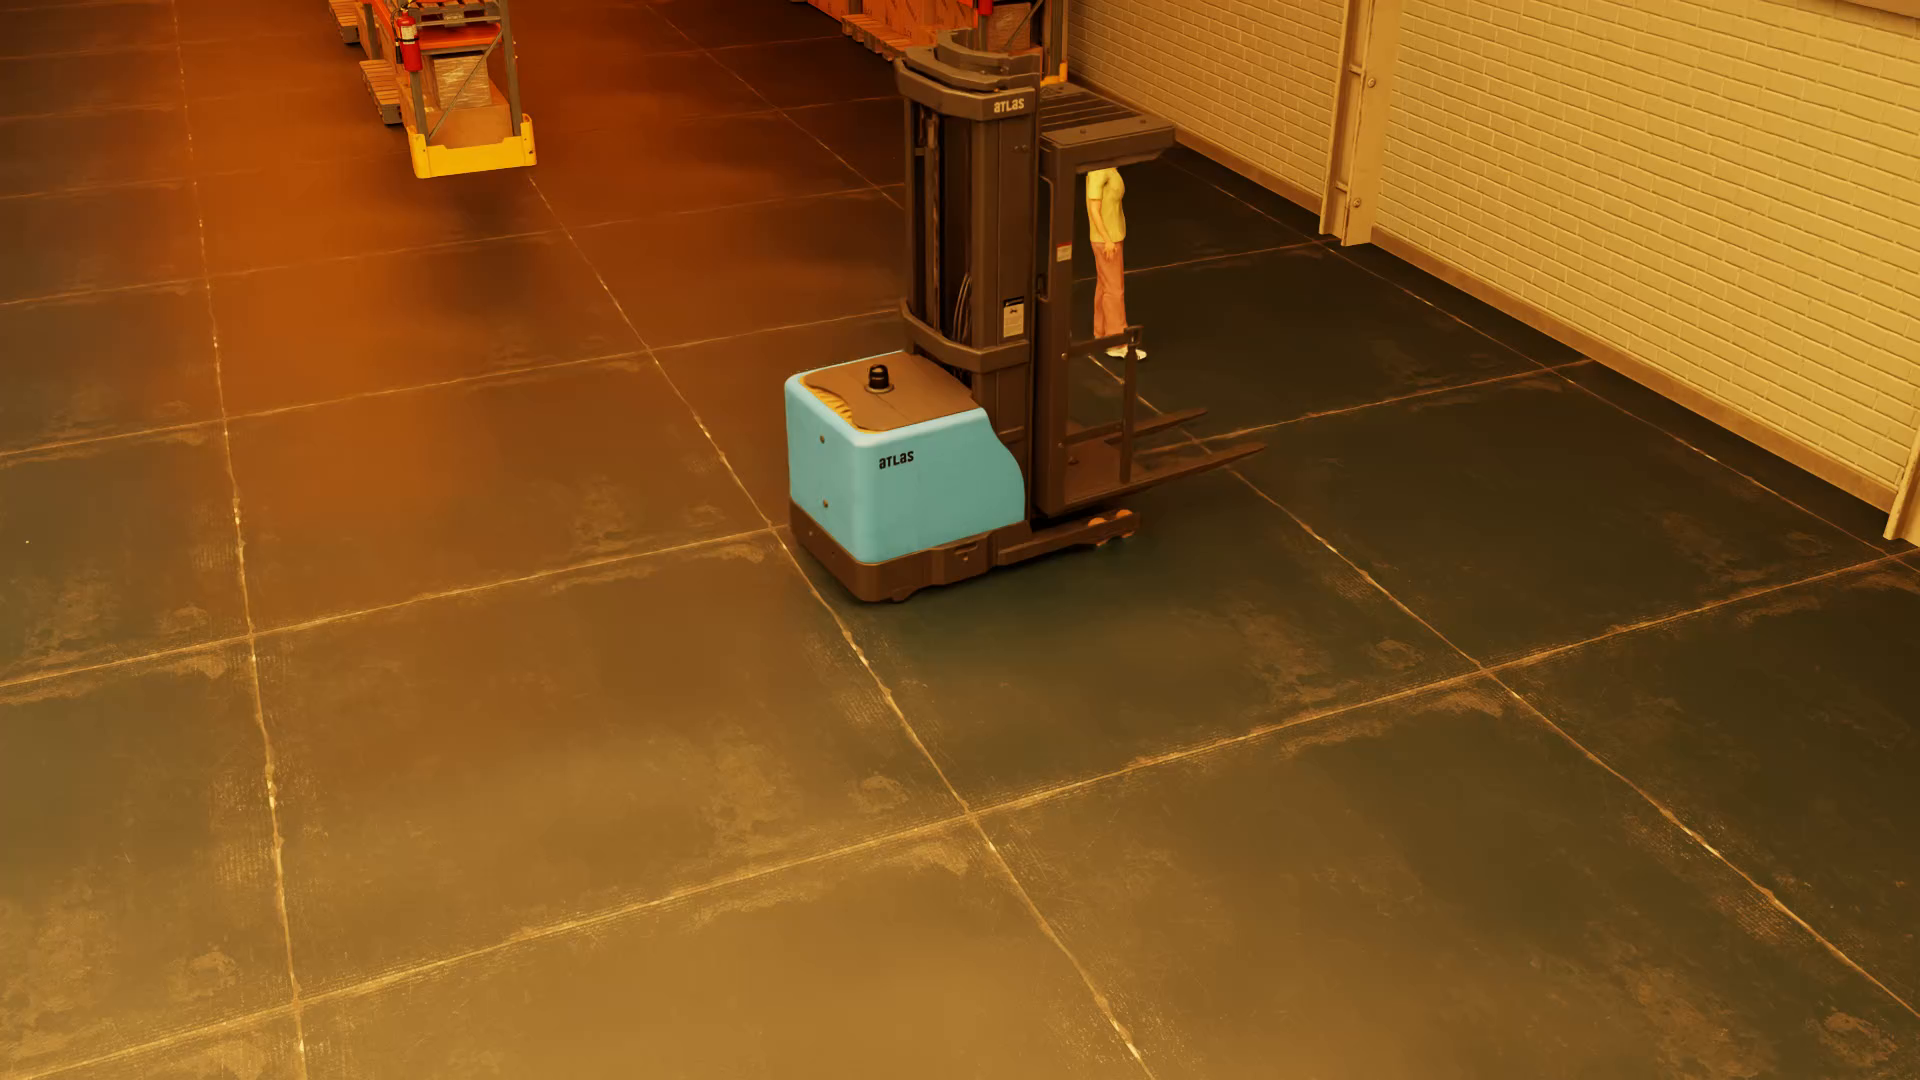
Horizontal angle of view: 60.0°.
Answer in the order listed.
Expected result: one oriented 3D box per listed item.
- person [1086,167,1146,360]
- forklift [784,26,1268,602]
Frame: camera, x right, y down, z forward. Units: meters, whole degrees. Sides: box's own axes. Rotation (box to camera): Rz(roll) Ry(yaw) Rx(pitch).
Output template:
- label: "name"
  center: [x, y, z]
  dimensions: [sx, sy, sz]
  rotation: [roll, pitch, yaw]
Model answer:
- label: "person"
  center: [1.162, -2.210, 12.235]
  dimensions: [0.549, 1.673, 0.552]
  rotation: [5, 30, 9]
- label: "forklift"
  center: [0.506, -1.449, 9.654]
  dimensions: [3.031, 2.935, 1.130]
  rotation: [-16, 34, -26]
